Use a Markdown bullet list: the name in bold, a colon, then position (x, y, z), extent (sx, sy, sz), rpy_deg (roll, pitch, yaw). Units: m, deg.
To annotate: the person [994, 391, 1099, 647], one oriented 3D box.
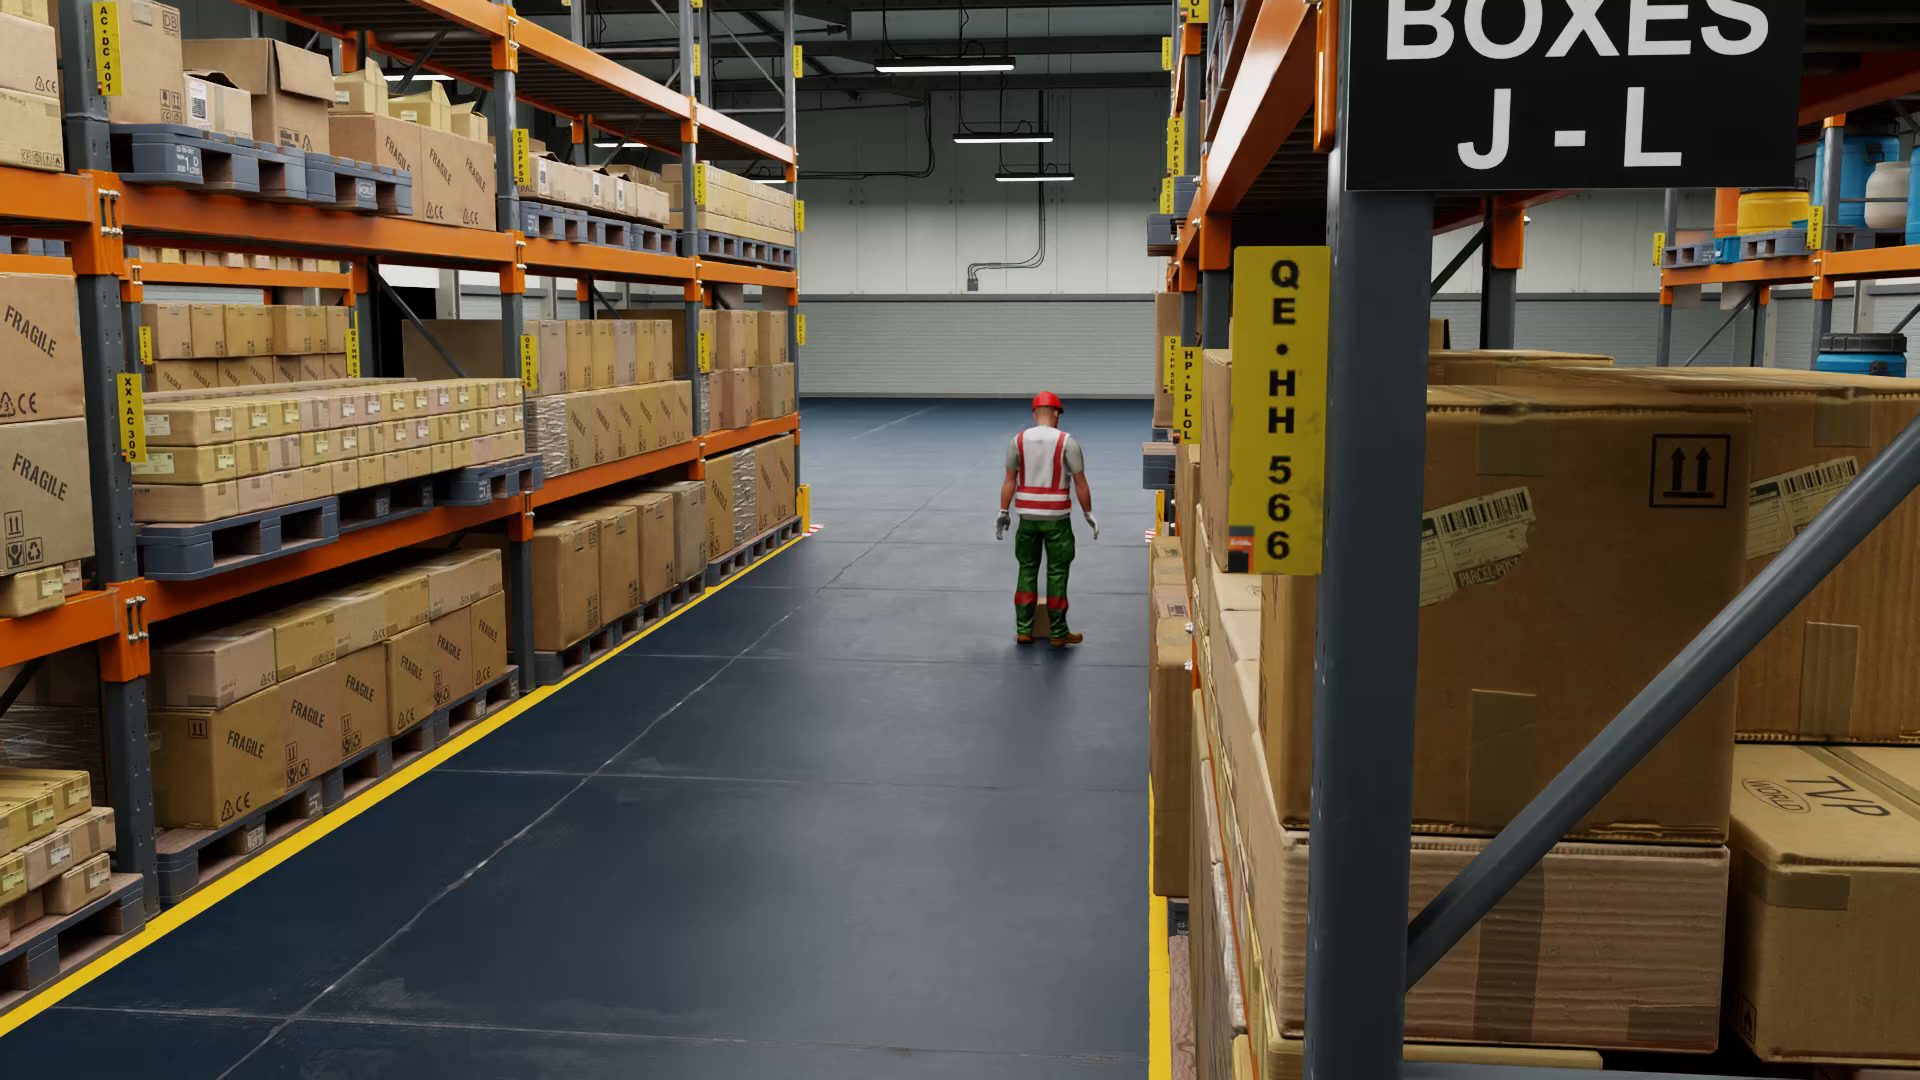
- **person**: position (0.623, -0.133, 11.659), extent (0.687, 1.815, 0.424), rpy_deg (3, 8, 21)
